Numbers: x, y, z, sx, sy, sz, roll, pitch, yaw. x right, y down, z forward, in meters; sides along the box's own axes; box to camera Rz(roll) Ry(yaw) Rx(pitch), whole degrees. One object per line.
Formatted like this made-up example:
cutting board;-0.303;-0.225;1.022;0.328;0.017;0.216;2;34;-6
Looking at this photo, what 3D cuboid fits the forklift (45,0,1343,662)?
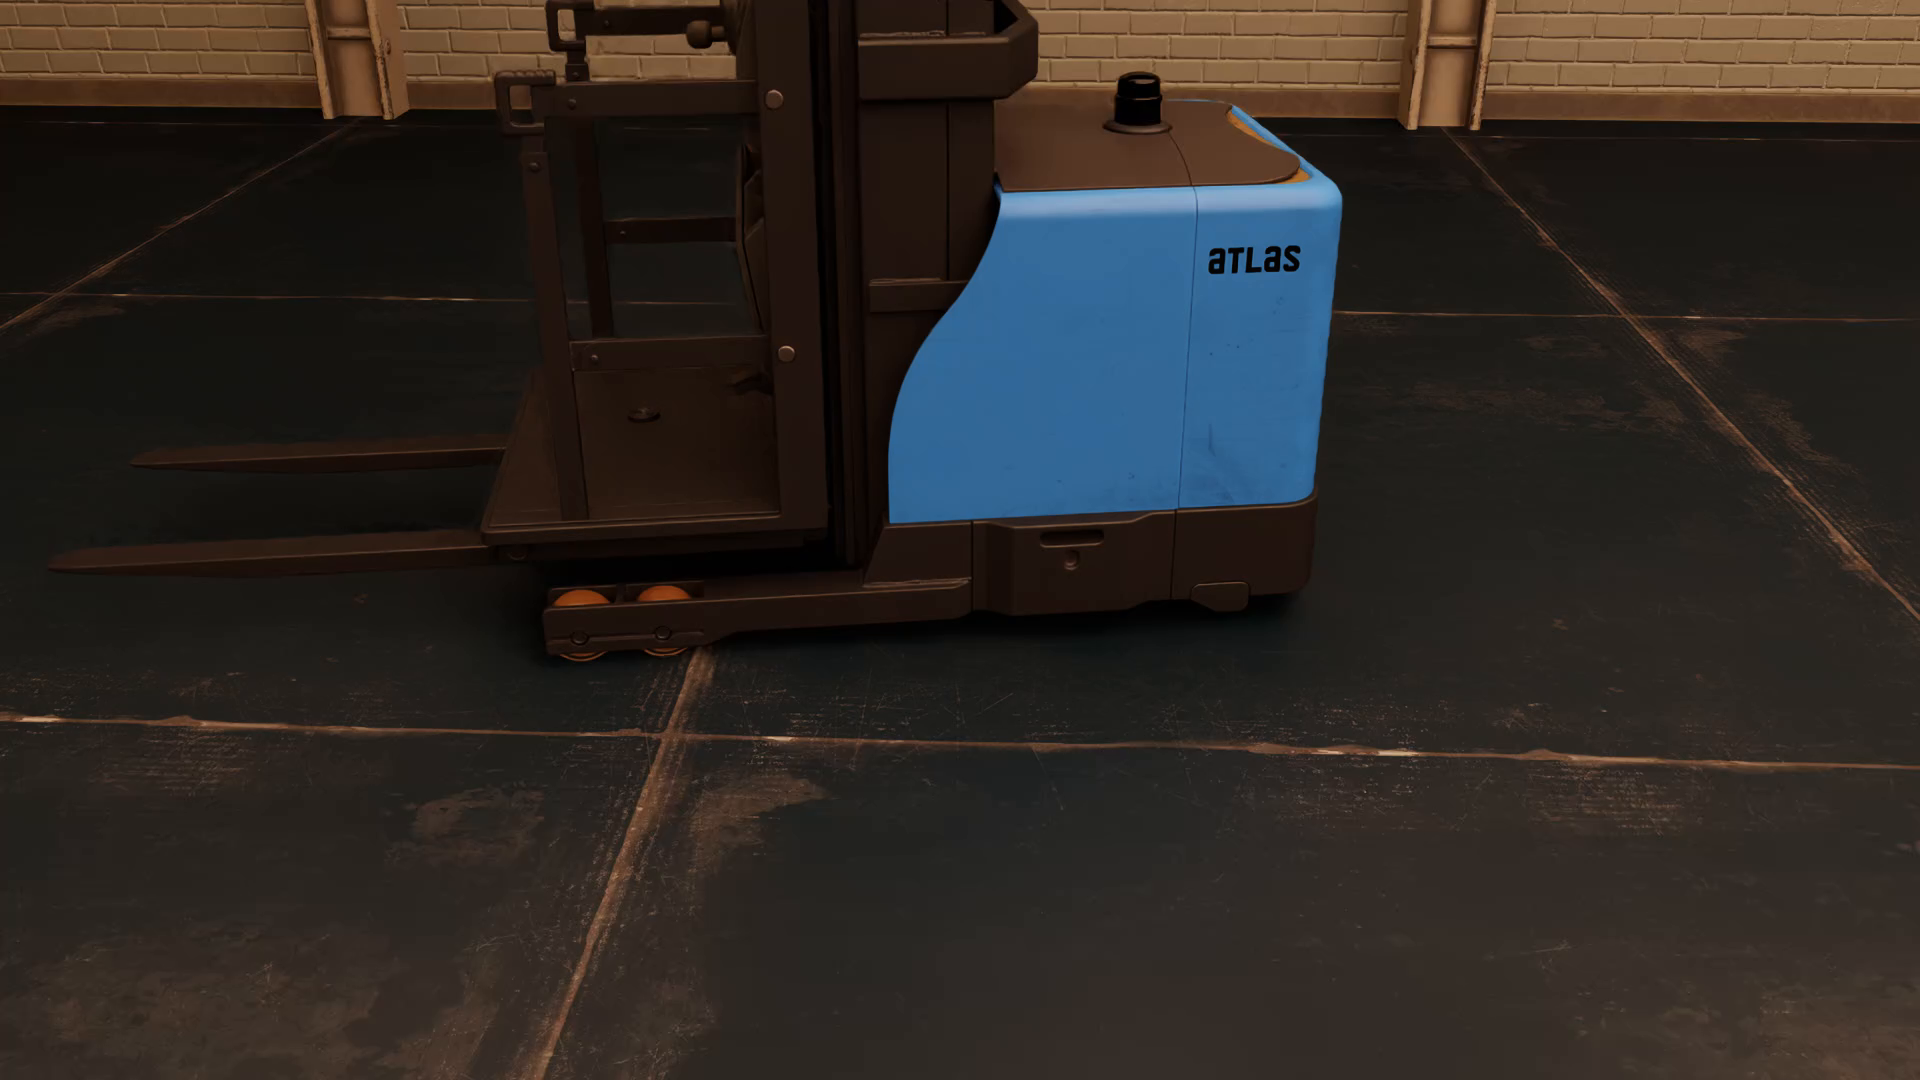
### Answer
forklift;-0.676;-1.274;3.791;3.031;2.935;1.130;-3;26;-6
